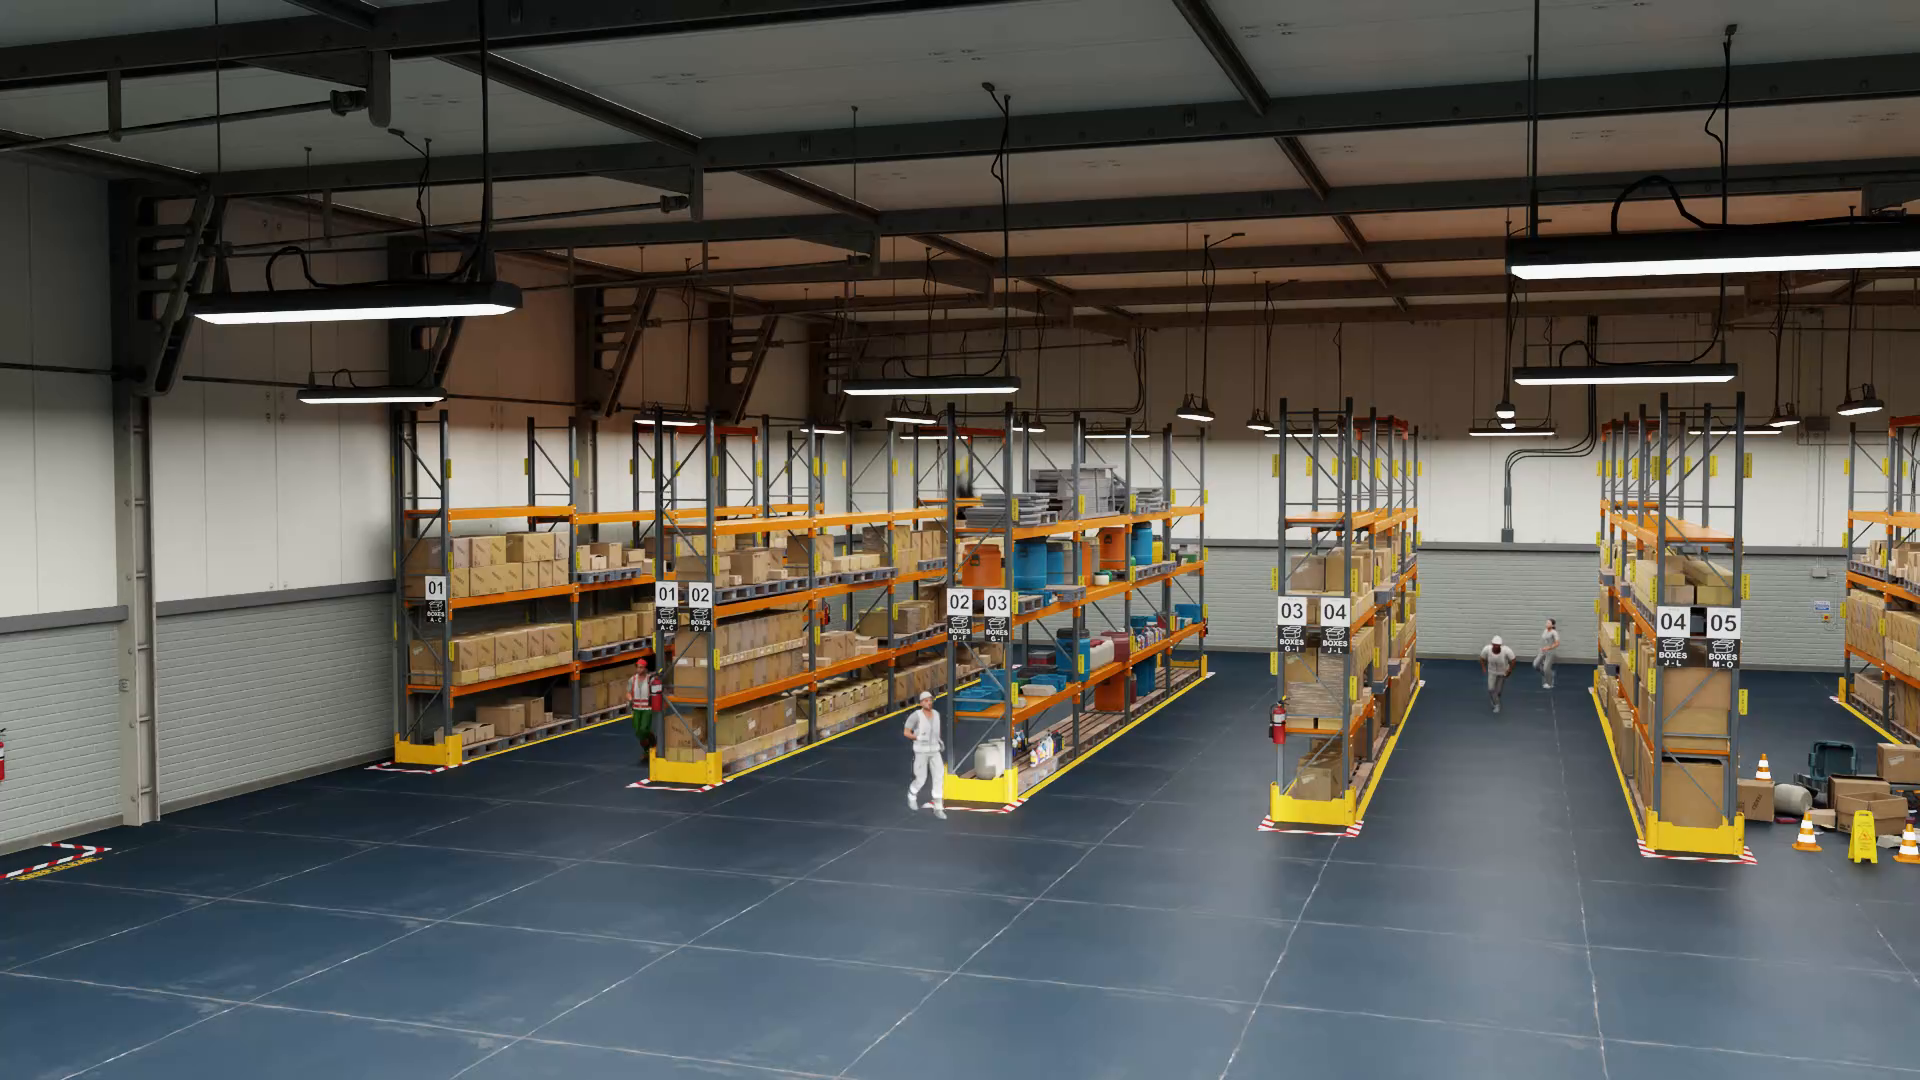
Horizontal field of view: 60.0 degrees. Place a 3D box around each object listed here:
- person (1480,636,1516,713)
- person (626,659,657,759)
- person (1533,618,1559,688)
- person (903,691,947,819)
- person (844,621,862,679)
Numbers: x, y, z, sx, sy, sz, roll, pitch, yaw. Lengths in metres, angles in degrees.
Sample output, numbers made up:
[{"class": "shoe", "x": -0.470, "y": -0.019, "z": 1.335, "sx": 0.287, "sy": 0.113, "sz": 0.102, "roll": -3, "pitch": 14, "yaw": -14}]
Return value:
[{"class": "person", "x": 11.090, "y": 2.750, "z": 34.271, "sx": 0.714, "sy": 1.604, "sz": 1.030, "roll": 1, "pitch": 3, "yaw": 22}, {"class": "person", "x": -5.431, "y": 2.904, "z": 28.495, "sx": 0.661, "sy": 1.734, "sz": 0.642, "roll": 1, "pitch": 3, "yaw": 13}, {"class": "person", "x": 13.383, "y": 2.576, "z": 37.846, "sx": 0.556, "sy": 1.607, "sz": 0.567, "roll": -1, "pitch": 3, "yaw": -24}, {"class": "person", "x": -0.497, "y": 3.067, "z": 23.896, "sx": 0.656, "sy": 1.790, "sz": 0.865, "roll": -1, "pitch": 3, "yaw": -27}, {"class": "person", "x": -2.345, "y": 2.594, "z": 37.779, "sx": 0.734, "sy": 1.573, "sz": 0.828, "roll": 0, "pitch": 2, "yaw": -1}]
